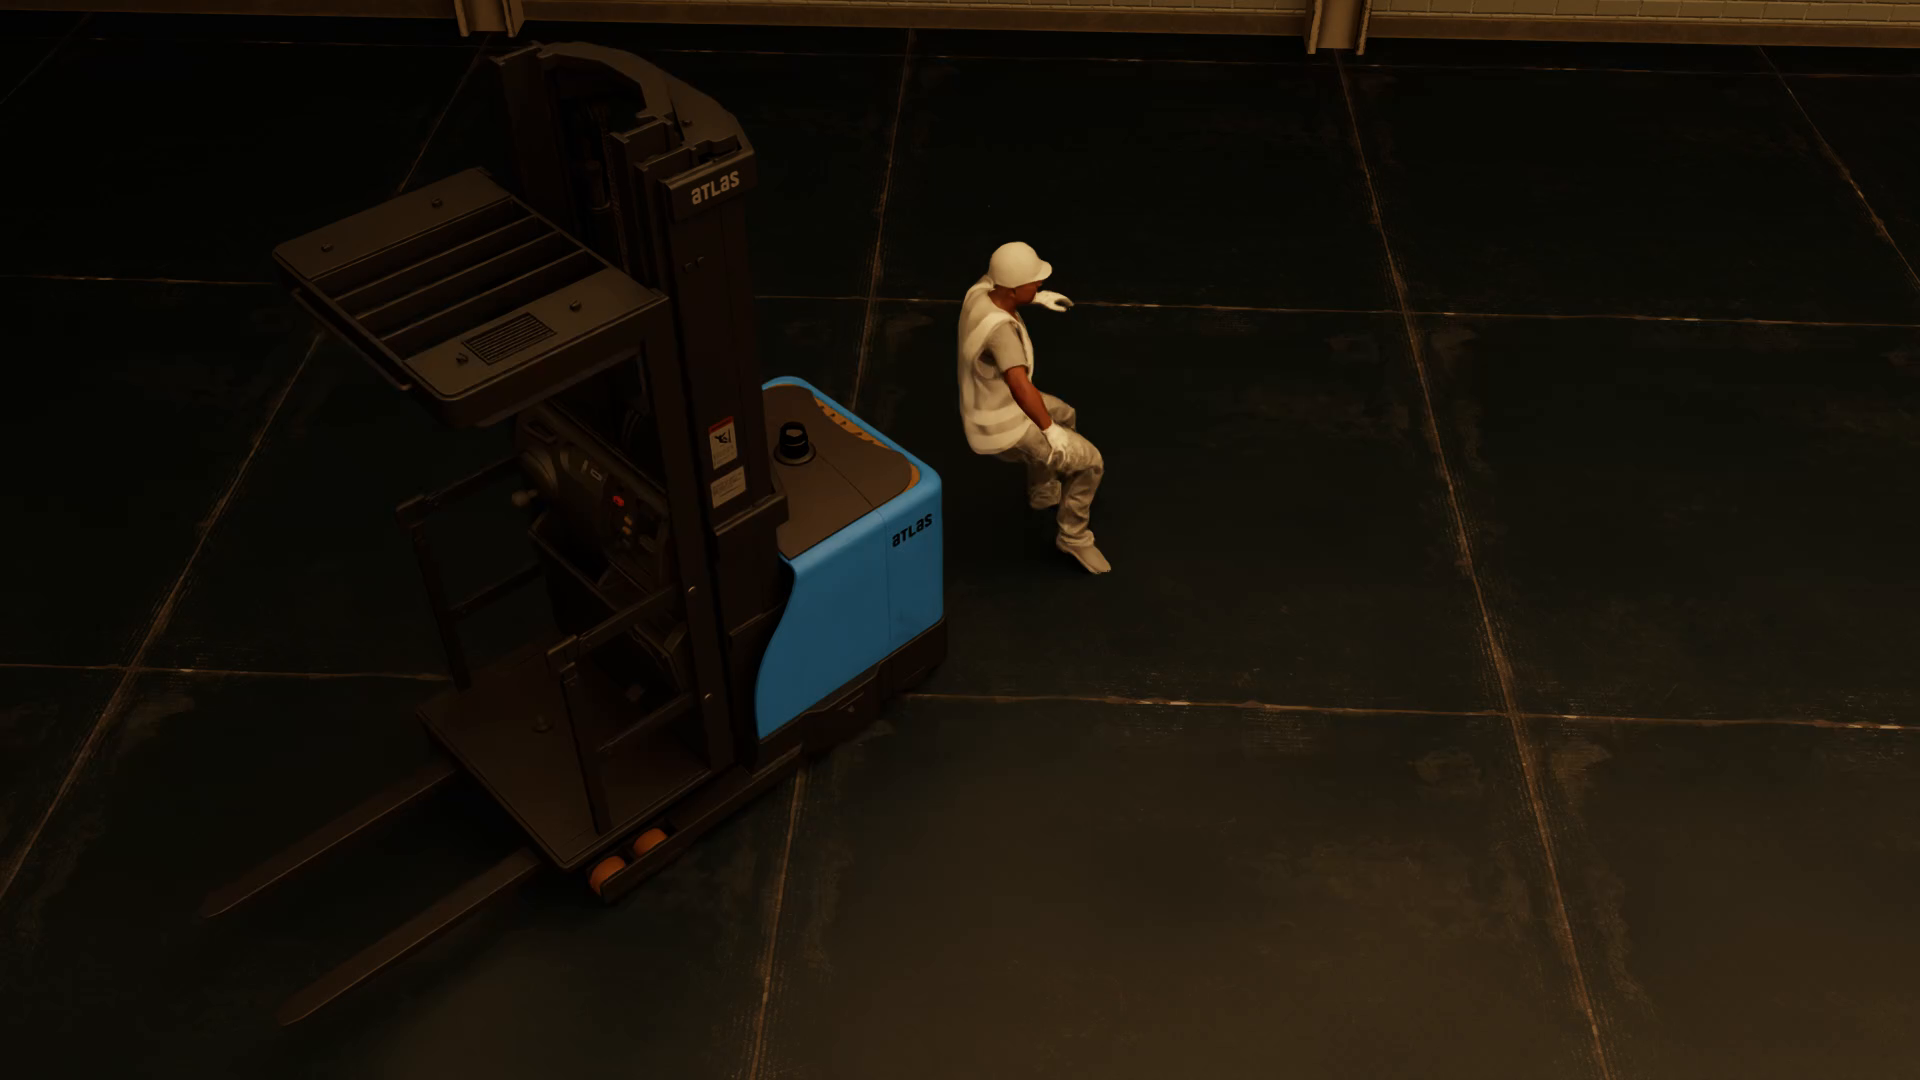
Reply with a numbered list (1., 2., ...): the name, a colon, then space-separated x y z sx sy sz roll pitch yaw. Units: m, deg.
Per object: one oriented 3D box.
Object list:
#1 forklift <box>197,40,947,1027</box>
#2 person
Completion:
1. forklift: -1.473 -0.100 5.851 3.031 2.935 1.130 -32 51 -30
2. person: 0.329 -0.613 7.448 0.682 1.615 1.146 -5 43 -6
